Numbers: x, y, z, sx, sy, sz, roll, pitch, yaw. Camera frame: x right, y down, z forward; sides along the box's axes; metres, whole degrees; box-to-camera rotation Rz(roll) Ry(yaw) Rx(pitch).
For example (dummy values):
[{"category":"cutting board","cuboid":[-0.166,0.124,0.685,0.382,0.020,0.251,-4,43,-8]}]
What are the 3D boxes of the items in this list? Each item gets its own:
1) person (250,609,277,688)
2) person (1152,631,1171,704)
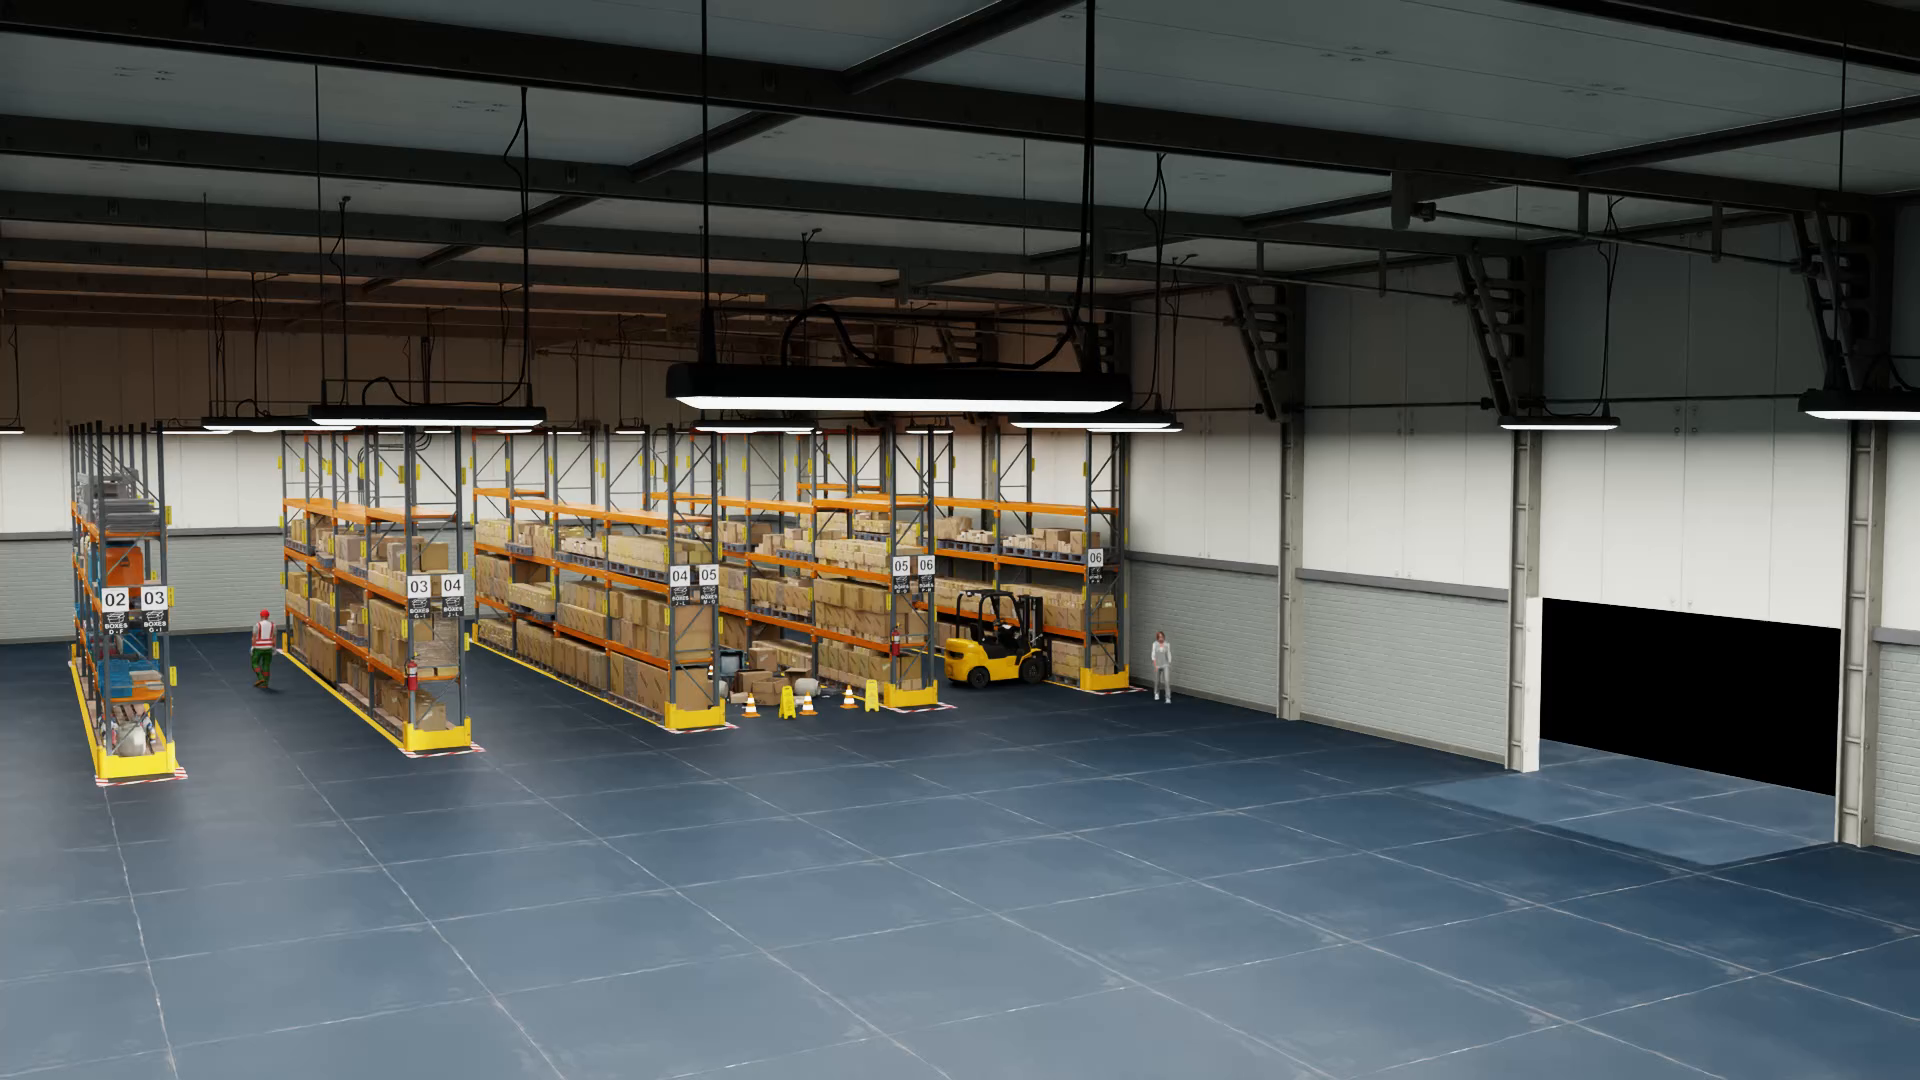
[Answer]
[{"category":"person","cuboid":[-15.862,2.481,37.902,0.593,1.784,0.485,-3,5,-38]},{"category":"person","cuboid":[4.370,2.735,35.874,0.444,1.553,0.765,1,4,14]}]
